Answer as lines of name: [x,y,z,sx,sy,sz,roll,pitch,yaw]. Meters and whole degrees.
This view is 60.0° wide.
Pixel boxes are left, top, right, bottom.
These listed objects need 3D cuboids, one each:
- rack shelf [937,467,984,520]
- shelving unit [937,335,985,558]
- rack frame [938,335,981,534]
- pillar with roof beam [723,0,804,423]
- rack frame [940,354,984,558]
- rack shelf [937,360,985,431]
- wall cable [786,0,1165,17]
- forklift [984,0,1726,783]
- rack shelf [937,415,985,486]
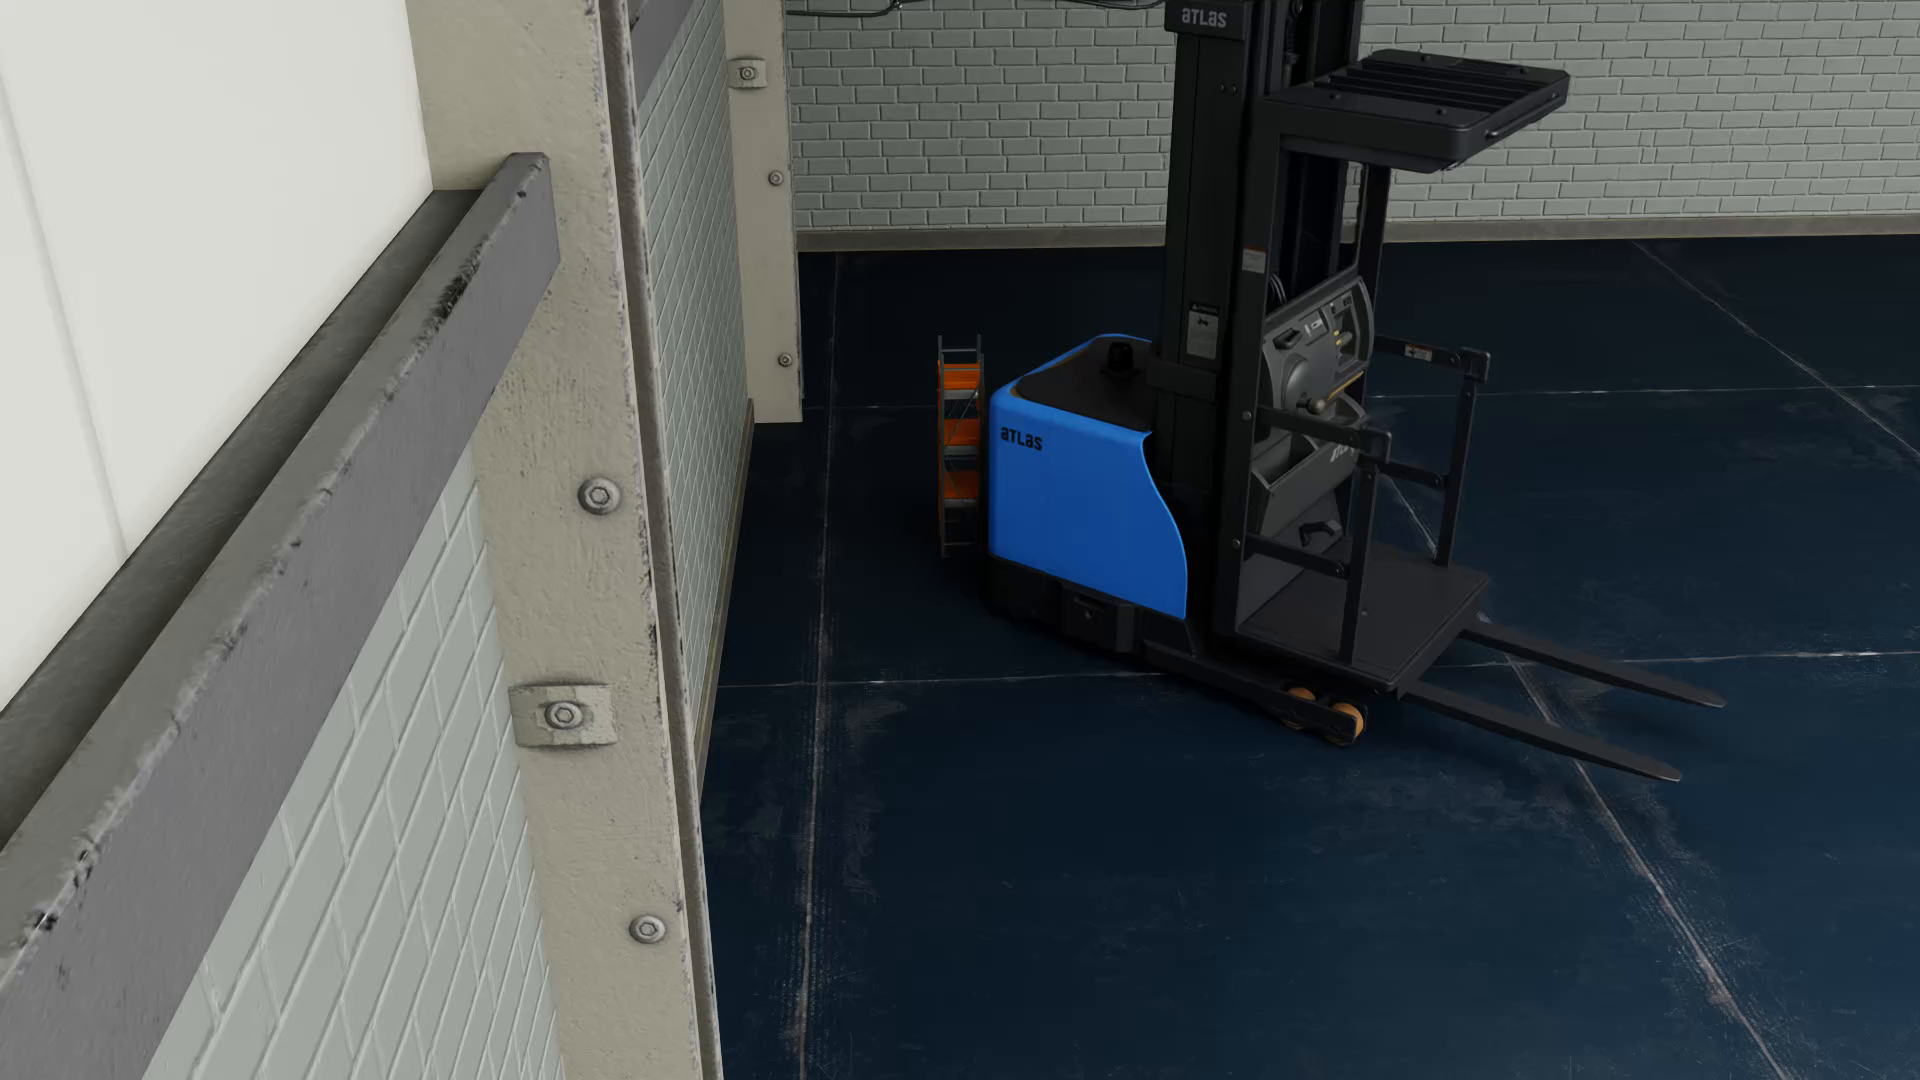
rack shelf: [0.003,-0.185,8.093,0.215,0.259,0.240,-1,28,-3]
shelving unit: [0.003,-0.441,7.960,0.215,1.050,0.252,-1,28,-3]
rack frame: [-0.004,-0.497,8.068,0.200,1.050,0.008,-1,28,-3]
pillar with roof beam: [3.227,-4.860,7.838,9.100,9.000,0.400,-1,28,-3]
rack frame: [0.009,-0.384,7.852,0.200,1.050,0.008,-1,28,-3]
rack shelf: [0.003,-0.683,7.833,0.215,0.259,0.240,-1,28,-3]
wall cable: [0.095,-4.772,11.026,3.097,2.526,0.112,-1,28,-3]
forklift: [1.601,-0.757,6.532,3.031,2.935,1.130,19,33,32]
rack shelf: [0.003,-0.431,7.965,0.215,0.259,0.240,-1,28,-3]
